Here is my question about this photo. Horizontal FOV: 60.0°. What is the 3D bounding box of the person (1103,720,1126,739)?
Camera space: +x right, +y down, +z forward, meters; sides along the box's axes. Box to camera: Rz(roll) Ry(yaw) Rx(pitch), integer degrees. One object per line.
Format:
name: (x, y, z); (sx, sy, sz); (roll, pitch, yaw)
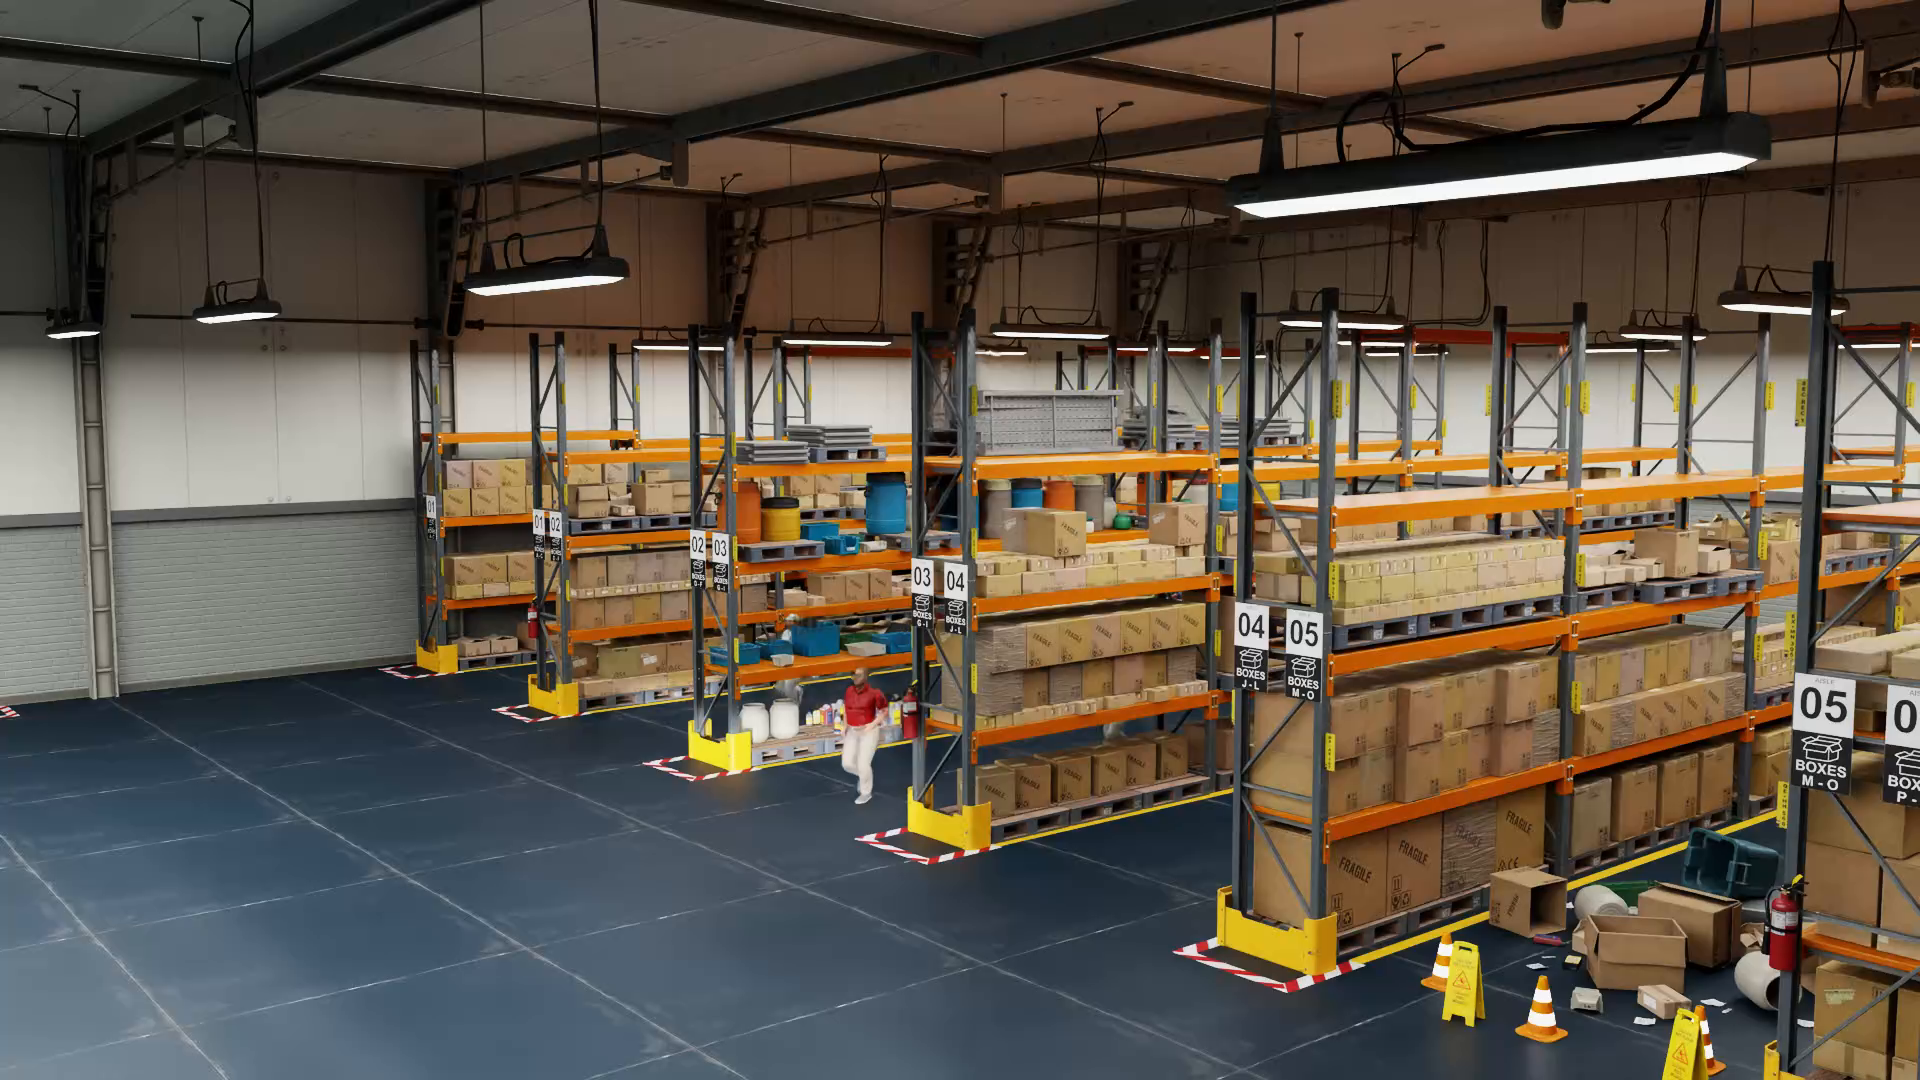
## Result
person: (2.079, 2.215, 22.460); (0.648, 1.756, 0.613); (5, 7, 43)

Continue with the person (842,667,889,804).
person: (-1.194, 2.416, 20.714); (0.683, 1.697, 0.605); (3, 6, 27)

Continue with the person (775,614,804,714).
person: (-2.608, 1.959, 26.076); (0.616, 1.627, 0.550); (5, 7, 45)
